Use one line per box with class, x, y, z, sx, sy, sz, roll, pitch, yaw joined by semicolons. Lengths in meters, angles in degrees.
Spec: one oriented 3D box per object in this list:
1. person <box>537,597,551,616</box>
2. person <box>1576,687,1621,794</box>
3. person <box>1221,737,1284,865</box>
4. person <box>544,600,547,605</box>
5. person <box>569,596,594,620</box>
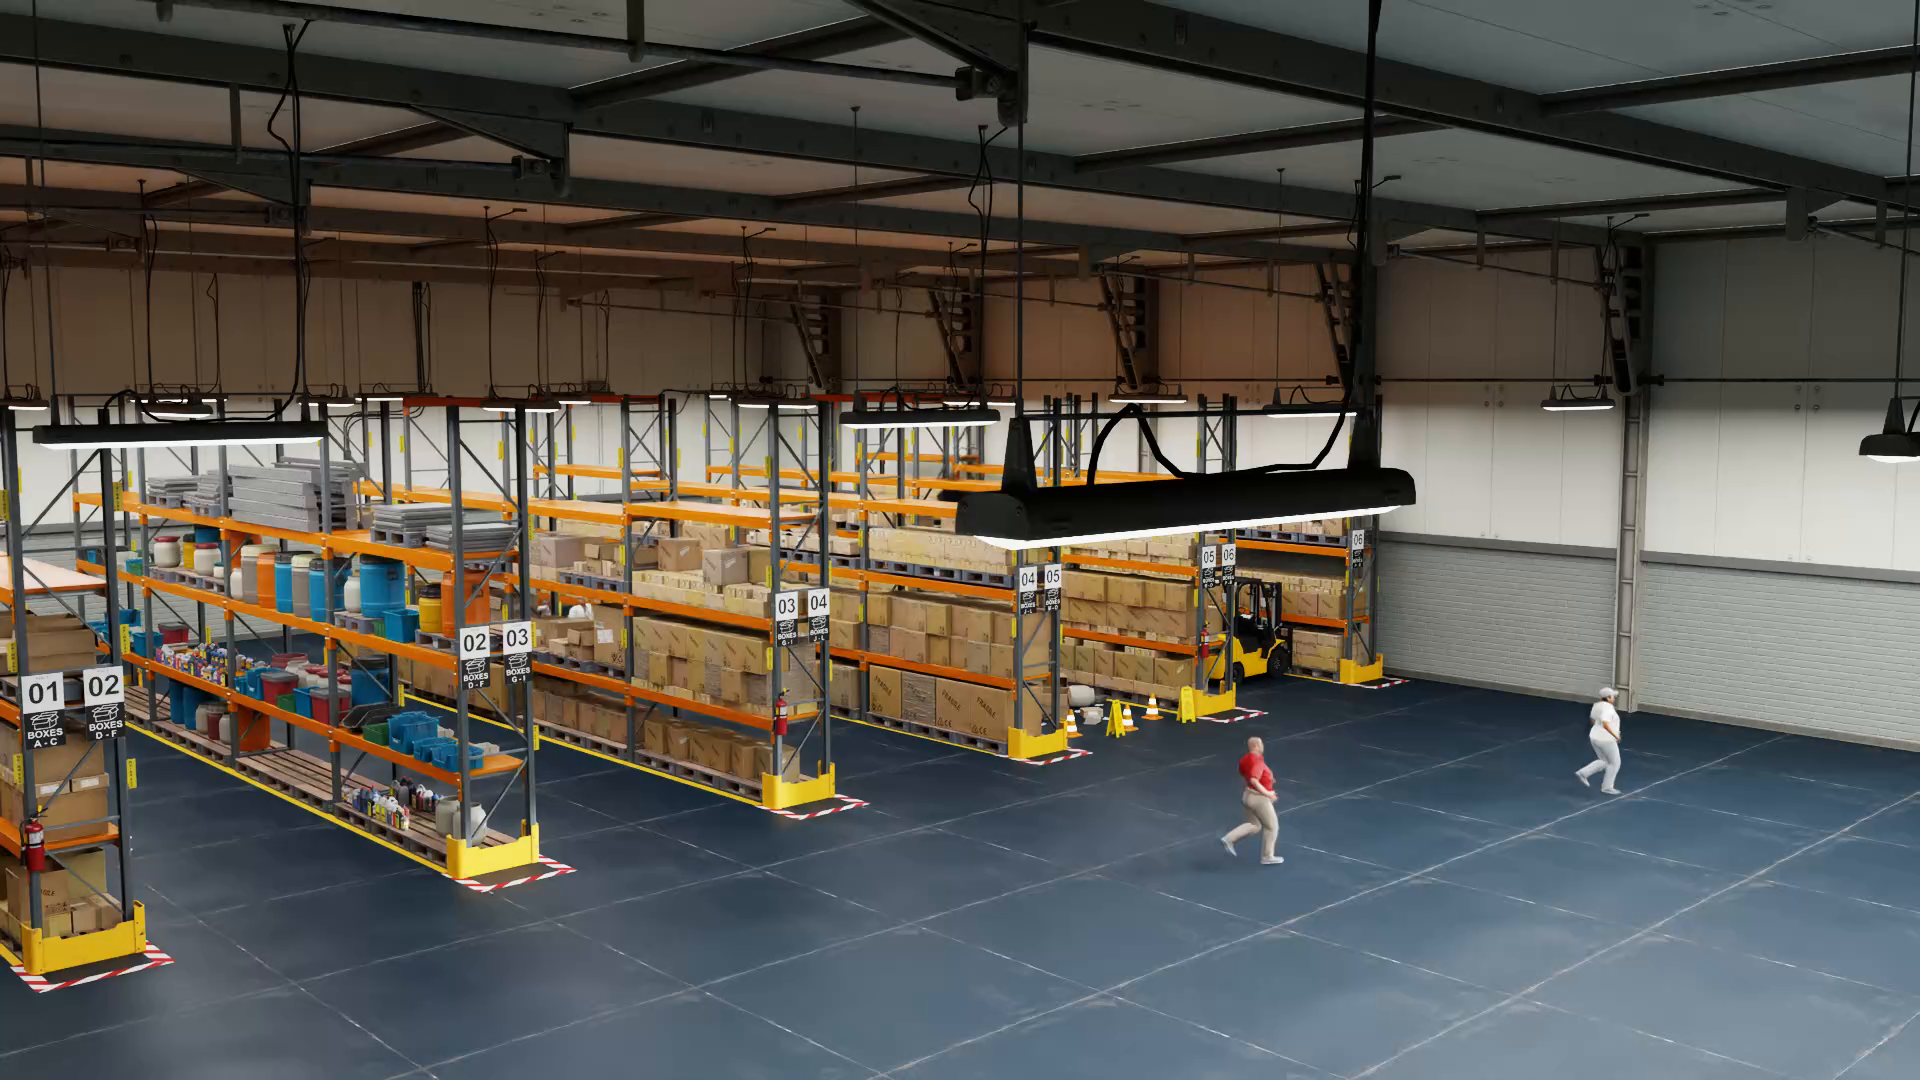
person;-9.155;1.994;36.850;0.819;1.524;0.534;5;7;39
person;9.805;3.070;25.412;0.659;1.650;0.614;0;6;-2
person;3.837;3.396;21.656;0.830;1.687;0.675;-1;6;-15
person;-10.233;1.558;41.104;1.101;1.542;0.640;0;6;-2
person;-7.993;2.035;35.432;0.725;1.815;0.963;-4;7;-35
